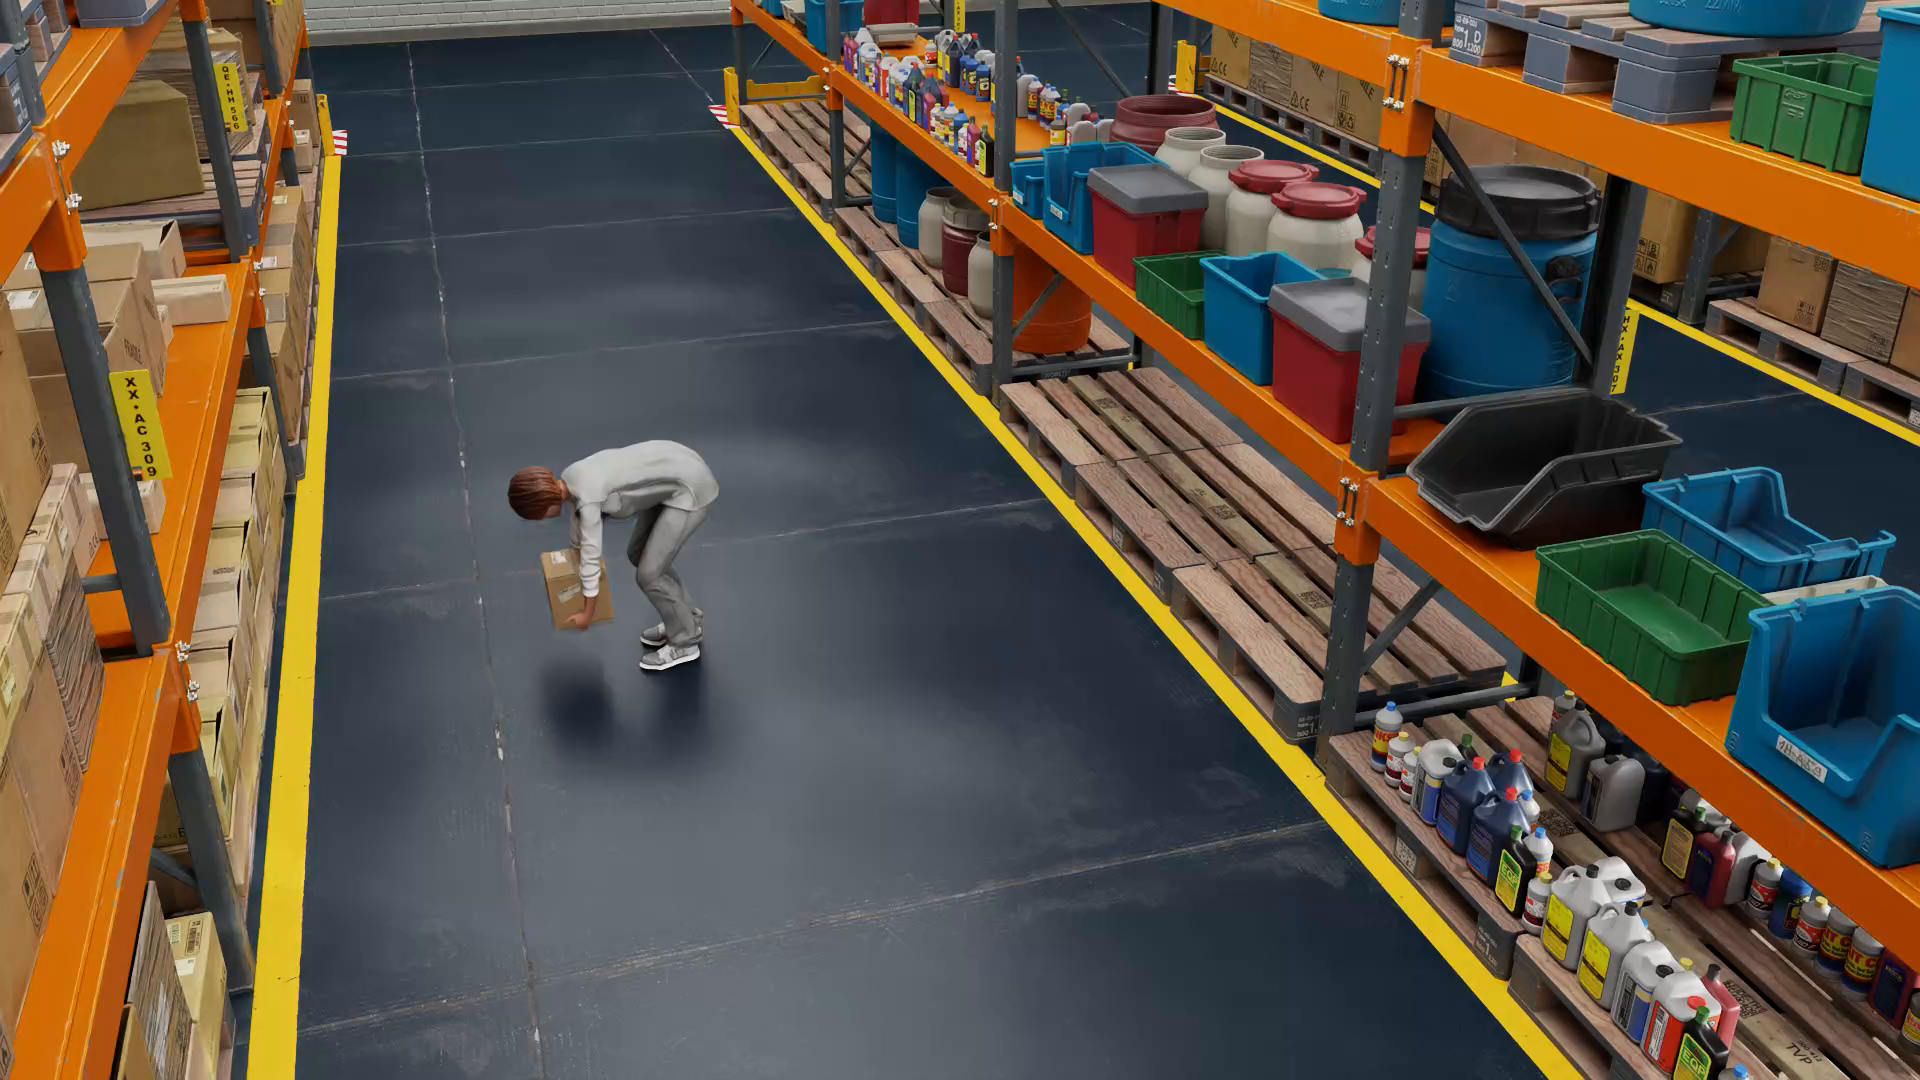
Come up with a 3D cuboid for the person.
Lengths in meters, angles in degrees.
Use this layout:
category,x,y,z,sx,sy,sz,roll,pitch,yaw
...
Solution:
category,x,y,z,sx,sy,sz,roll,pitch,yaw
person,-1.453,0.079,7.134,0.871,1.001,0.392,-9,28,-18
